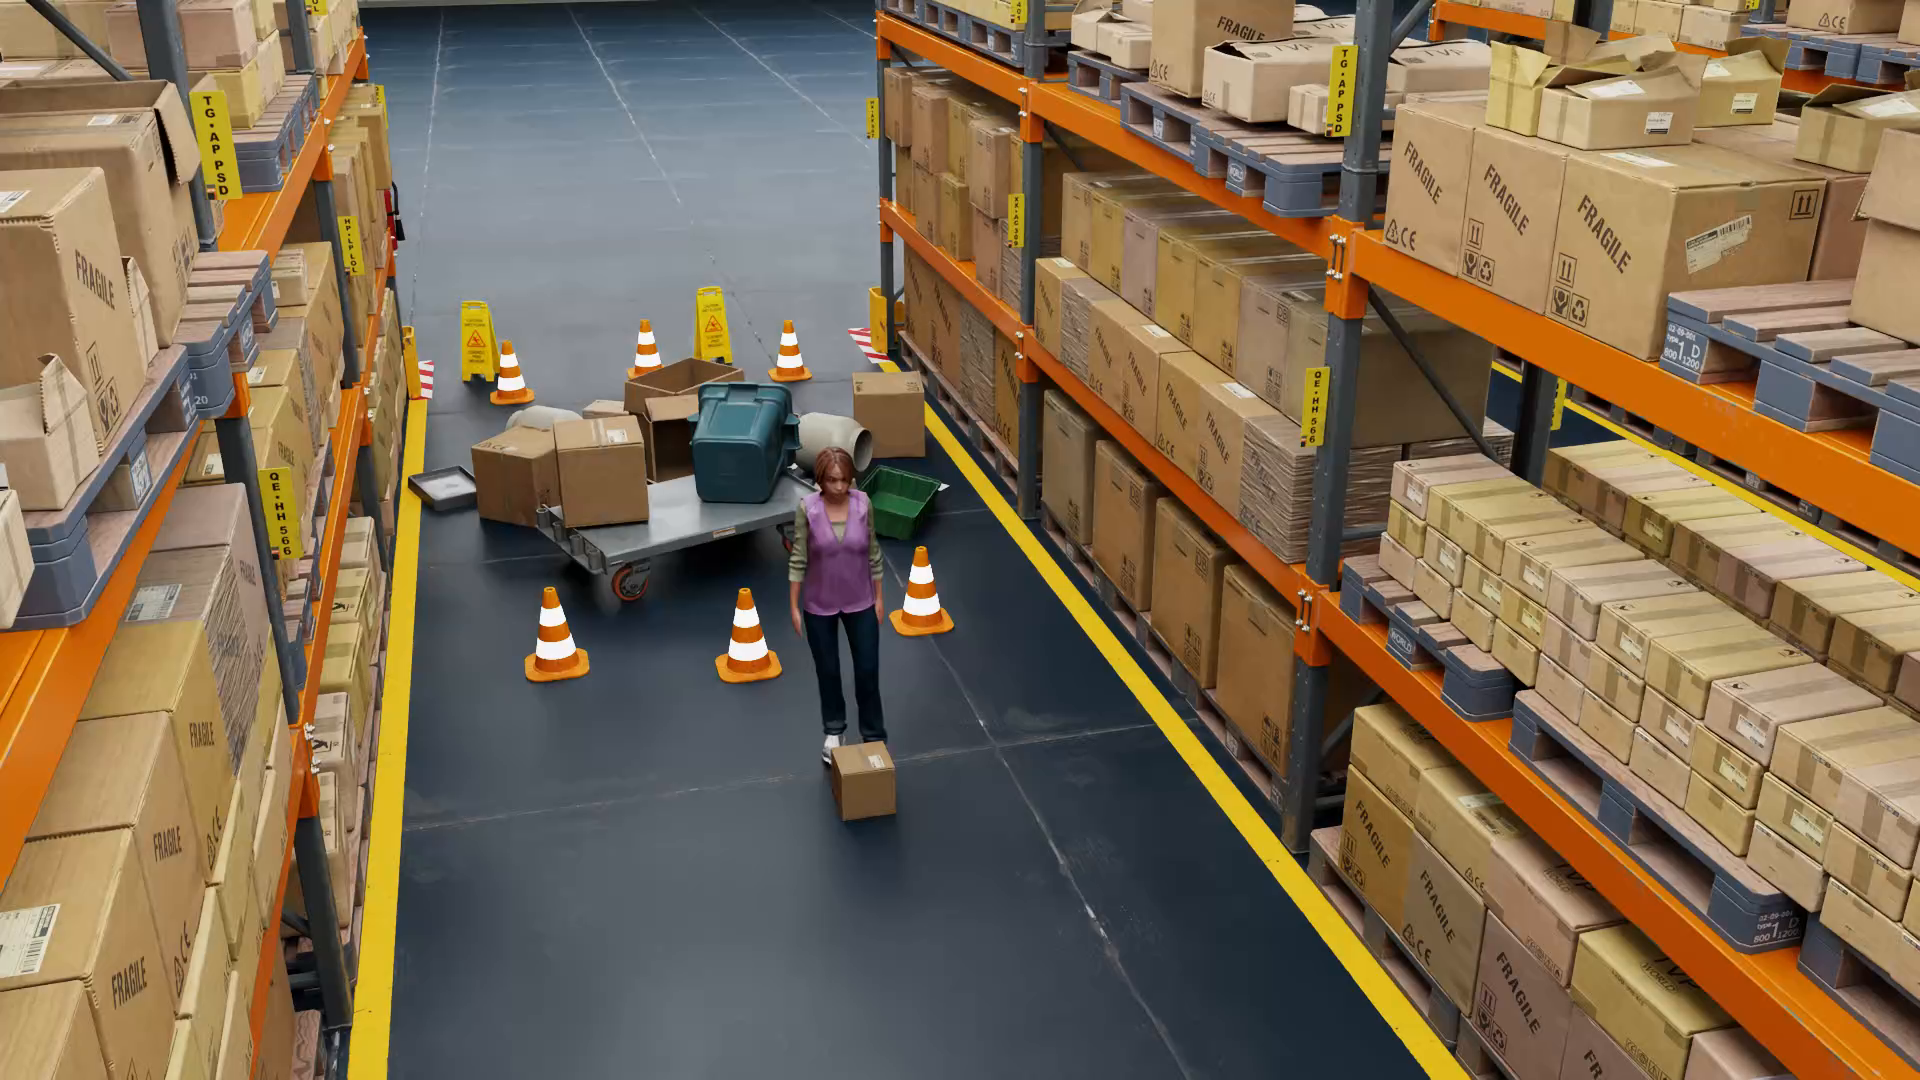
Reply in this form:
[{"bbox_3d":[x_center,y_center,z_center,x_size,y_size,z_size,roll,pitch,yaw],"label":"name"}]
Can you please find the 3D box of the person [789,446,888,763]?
[{"bbox_3d":[-0.565,0.346,7.801,0.449,1.610,0.476,-4,24,-10],"label":"person"}]
